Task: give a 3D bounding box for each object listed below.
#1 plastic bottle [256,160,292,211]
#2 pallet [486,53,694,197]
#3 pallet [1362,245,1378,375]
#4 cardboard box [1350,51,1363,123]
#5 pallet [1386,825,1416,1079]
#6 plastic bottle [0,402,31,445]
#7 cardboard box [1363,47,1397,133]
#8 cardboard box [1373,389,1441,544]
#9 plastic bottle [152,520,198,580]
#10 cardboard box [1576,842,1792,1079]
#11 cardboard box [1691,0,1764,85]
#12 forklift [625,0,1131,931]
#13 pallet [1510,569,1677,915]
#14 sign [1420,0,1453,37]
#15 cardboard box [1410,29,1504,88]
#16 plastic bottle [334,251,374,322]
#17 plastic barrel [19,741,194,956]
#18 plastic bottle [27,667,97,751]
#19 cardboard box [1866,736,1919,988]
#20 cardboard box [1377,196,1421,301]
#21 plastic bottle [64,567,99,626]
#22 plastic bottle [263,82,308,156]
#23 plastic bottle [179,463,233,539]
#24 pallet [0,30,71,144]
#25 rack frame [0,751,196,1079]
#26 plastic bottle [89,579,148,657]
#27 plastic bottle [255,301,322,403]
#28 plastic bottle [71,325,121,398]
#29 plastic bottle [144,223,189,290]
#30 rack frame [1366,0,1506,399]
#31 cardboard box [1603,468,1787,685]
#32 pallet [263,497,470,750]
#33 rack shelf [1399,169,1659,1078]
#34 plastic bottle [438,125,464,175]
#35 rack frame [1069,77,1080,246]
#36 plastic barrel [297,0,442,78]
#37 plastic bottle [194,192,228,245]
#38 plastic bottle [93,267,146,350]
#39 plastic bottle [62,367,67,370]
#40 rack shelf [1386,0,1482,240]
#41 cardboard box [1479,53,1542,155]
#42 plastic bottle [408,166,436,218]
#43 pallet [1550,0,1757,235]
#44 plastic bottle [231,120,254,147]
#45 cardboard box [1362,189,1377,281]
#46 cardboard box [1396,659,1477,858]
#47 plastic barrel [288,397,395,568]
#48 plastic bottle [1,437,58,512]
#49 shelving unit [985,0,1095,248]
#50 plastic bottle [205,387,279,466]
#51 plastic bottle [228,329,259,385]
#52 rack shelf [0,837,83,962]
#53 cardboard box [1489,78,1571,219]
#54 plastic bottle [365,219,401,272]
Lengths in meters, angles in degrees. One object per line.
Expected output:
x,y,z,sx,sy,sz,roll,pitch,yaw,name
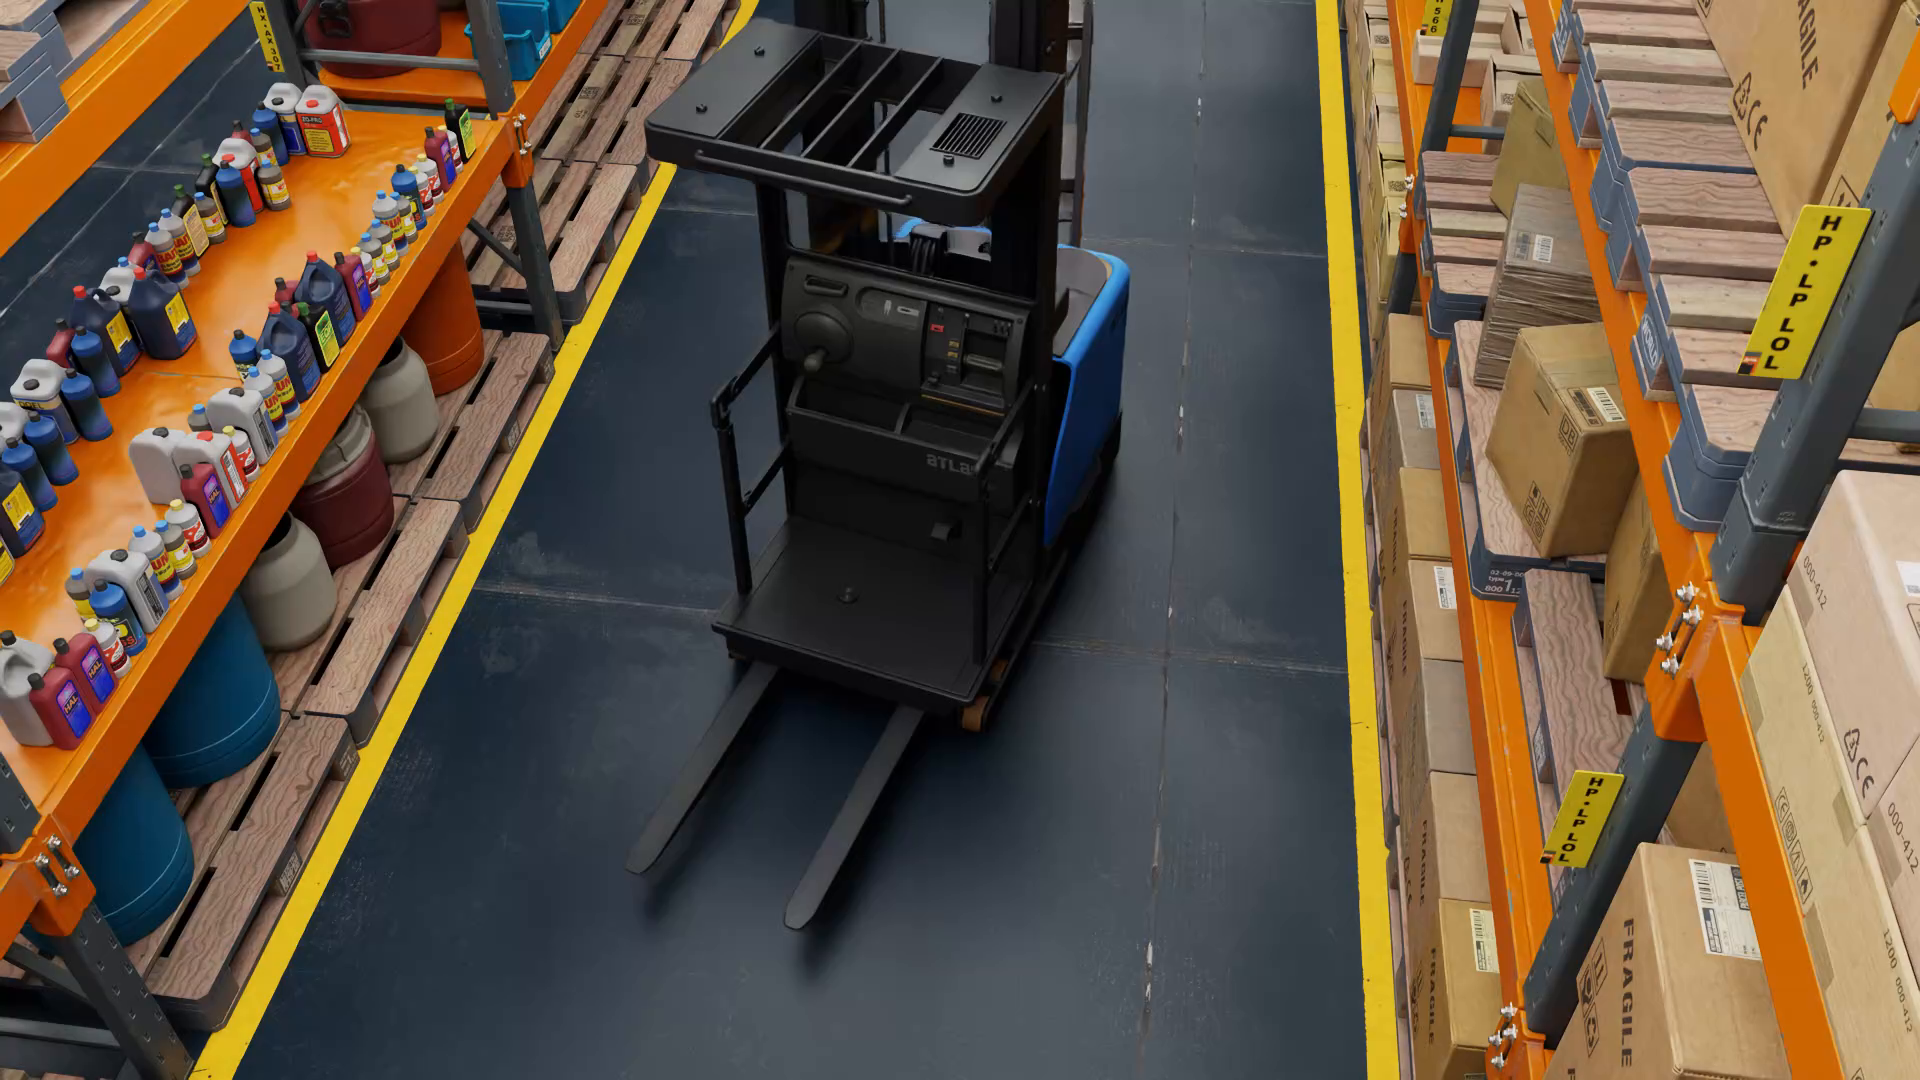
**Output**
-2.797,-1.451,6.767,0.097,0.201,0.097,0,43,0,plastic bottle
-2.180,-2.443,9.699,1.003,0.211,1.213,5,44,6,pallet
2.572,-1.194,8.380,1.003,0.211,1.213,5,44,6,pallet
2.520,-2.576,9.505,0.500,0.250,0.500,4,44,4,cardboard box
1.966,1.531,5.501,1.003,0.211,1.213,5,44,6,pallet
-3.149,-0.313,5.512,0.152,0.276,0.135,5,44,6,plastic bottle
2.450,-2.426,8.940,0.500,0.311,0.500,6,44,7,cardboard box
2.018,-0.260,6.863,0.500,0.500,0.500,4,44,4,cardboard box
-2.471,0.023,5.211,0.097,0.201,0.097,0,43,0,plastic bottle
1.555,0.973,3.263,0.500,0.500,0.500,6,44,7,cardboard box
2.209,-1.484,4.025,0.600,0.600,0.600,4,44,4,cardboard box
-0.287,-0.647,5.823,1.130,2.935,3.031,15,46,16,forklift
2.110,0.612,4.584,1.003,0.211,1.213,5,44,6,pallet
1.874,-2.118,6.485,0.100,0.325,0.005,5,44,6,sign
2.270,-2.196,7.593,0.380,0.149,0.250,5,44,6,cardboard box
-2.266,-0.966,6.196,0.061,0.283,0.133,5,44,6,plastic bottle
-2.924,0.864,5.399,0.600,0.901,0.708,5,44,6,plastic barrel
-2.542,0.455,4.695,0.061,0.283,0.133,5,44,6,plastic bottle
1.521,0.510,2.116,0.500,0.250,0.500,5,44,6,cardboard box
2.250,-1.386,7.841,0.500,0.311,0.500,6,44,7,cardboard box
-2.652,0.167,5.059,0.097,0.201,0.097,0,43,0,plastic bottle
-2.862,-1.792,7.073,0.152,0.276,0.135,5,44,6,plastic bottle
-2.425,-0.150,5.334,0.061,0.283,0.133,5,44,6,plastic bottle
-3.006,-0.940,4.039,1.213,0.211,1.003,5,44,6,pallet
-3.013,0.624,4.432,1.000,3.000,0.127,5,44,6,rack frame
-2.514,0.222,4.950,0.097,0.271,0.097,0,43,0,plastic bottle
-2.371,-0.669,5.833,0.144,0.351,0.185,5,44,6,plastic bottle
-3.052,-0.637,5.857,0.097,0.271,0.097,0,43,0,plastic bottle
-3.027,-1.084,6.329,0.097,0.271,0.097,0,43,0,plastic bottle
2.425,-1.649,6.833,1.000,3.000,0.127,5,44,6,rack frame
2.209,0.111,4.595,0.700,0.500,0.500,12,45,12,cardboard box
-2.711,0.281,6.822,1.003,0.211,1.213,5,44,6,pallet
2.161,-0.025,5.640,1.077,0.370,4.000,5,44,6,rack shelf
-2.148,-1.639,6.966,0.097,0.201,0.097,0,43,0,plastic bottle
0.347,-1.710,7.551,0.400,2.100,0.015,2,43,2,rack frame
-2.723,-2.495,7.627,0.600,0.536,0.708,5,44,6,plastic barrel
-2.983,-1.282,6.589,0.097,0.201,0.097,0,43,0,plastic bottle
-3.045,-0.847,6.075,0.152,0.276,0.135,5,44,6,plastic bottle
-3.130,-0.526,5.791,0.097,0.201,0.097,0,43,0,plastic bottle
2.689,-2.751,8.519,1.077,0.370,4.000,5,44,6,rack shelf
2.516,-1.861,7.121,0.500,0.311,0.500,8,44,8,cardboard box
-2.192,-1.415,6.729,0.097,0.201,0.097,0,43,0,plastic bottle
2.186,-1.089,4.196,1.213,0.211,1.003,5,44,6,pallet
-2.951,-1.574,6.838,0.061,0.283,0.133,5,44,6,plastic bottle
2.317,-1.536,8.407,0.500,0.250,0.500,5,44,5,cardboard box
1.818,0.784,5.760,0.500,0.500,0.500,6,44,6,cardboard box
-2.682,-0.274,6.829,0.600,0.588,0.708,5,44,6,plastic barrel
-3.041,-0.221,5.418,0.097,0.271,0.097,0,43,0,plastic bottle
0.334,-1.544,7.372,0.431,2.100,0.503,2,43,2,shelving unit
-2.421,-0.401,5.604,0.152,0.276,0.135,5,44,6,plastic bottle
-2.496,-0.622,5.841,0.097,0.271,0.097,0,43,0,plastic bottle
-3.278,2.248,3.239,1.077,0.370,4.000,5,44,6,rack shelf
2.453,-1.399,6.190,0.700,0.500,0.500,-8,44,-9,cardboard box
-2.243,-1.150,6.449,0.097,0.201,0.097,0,43,0,plastic bottle
